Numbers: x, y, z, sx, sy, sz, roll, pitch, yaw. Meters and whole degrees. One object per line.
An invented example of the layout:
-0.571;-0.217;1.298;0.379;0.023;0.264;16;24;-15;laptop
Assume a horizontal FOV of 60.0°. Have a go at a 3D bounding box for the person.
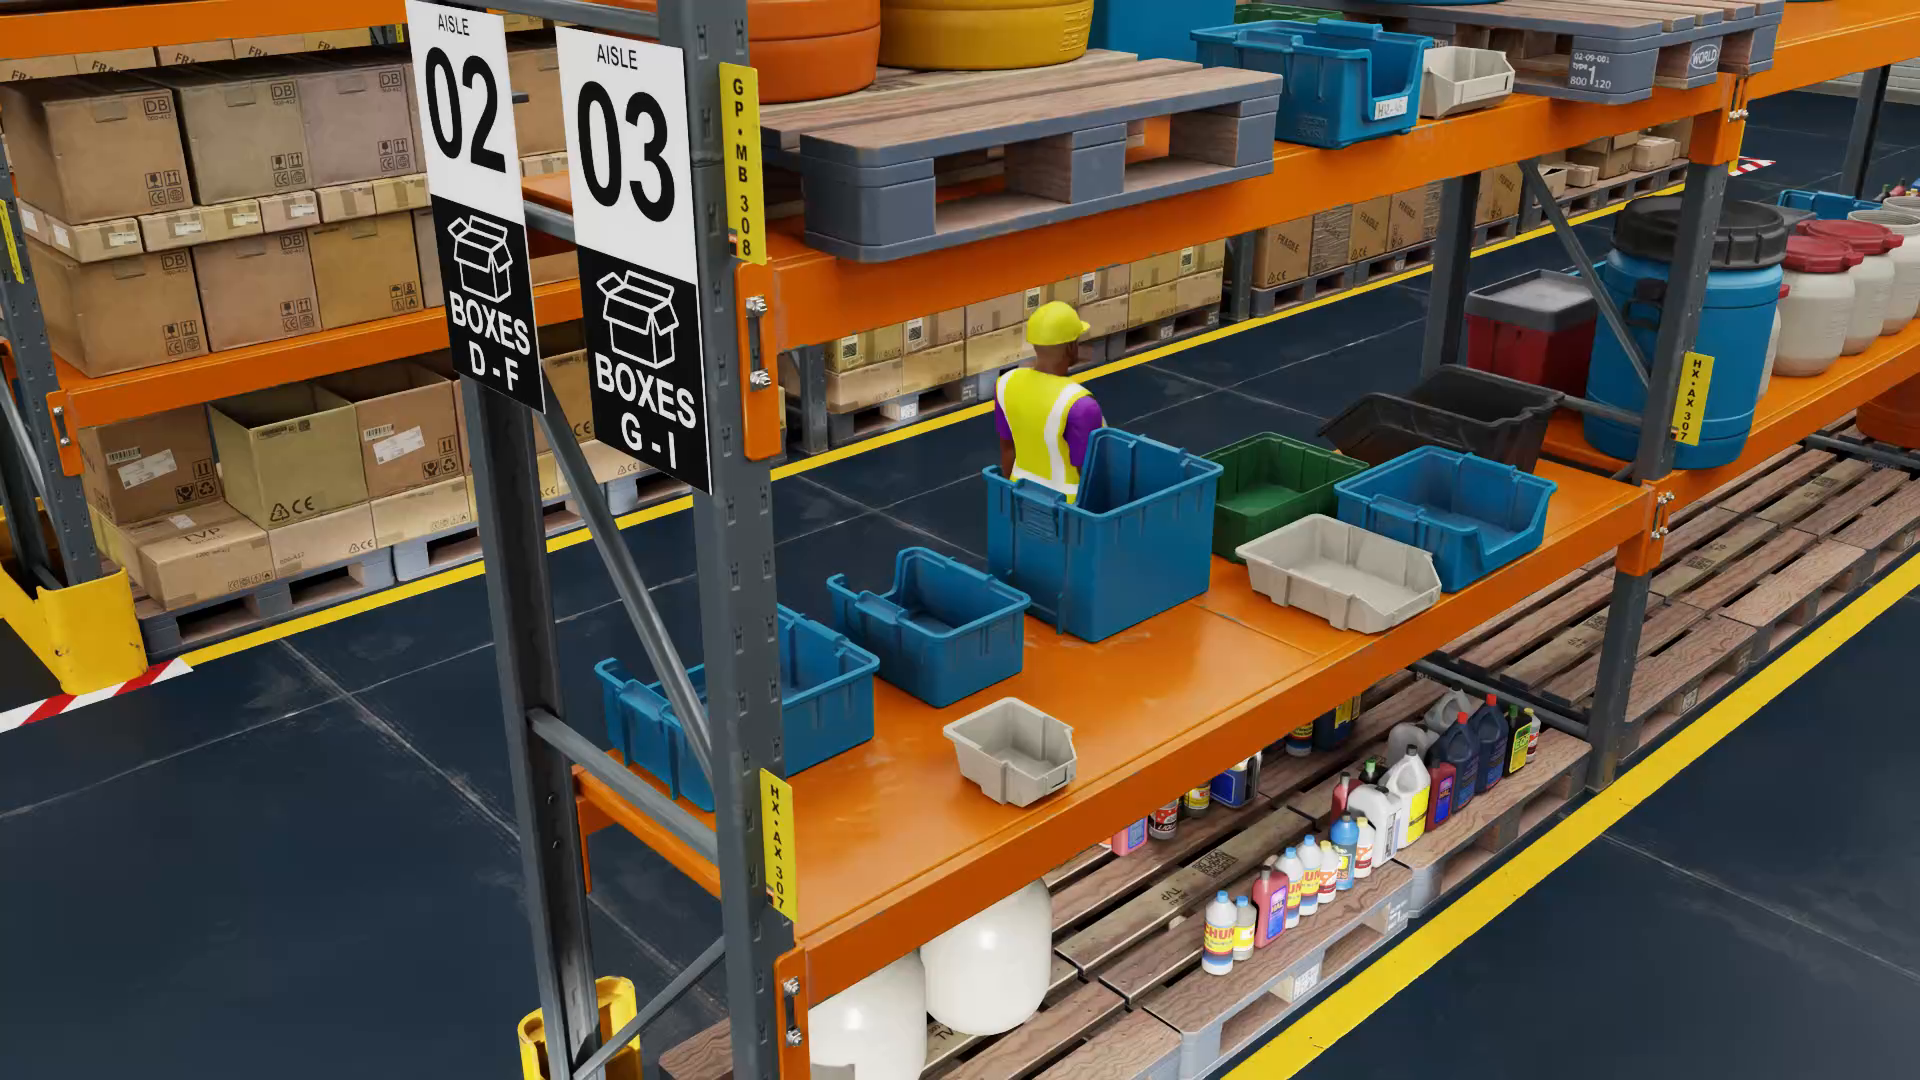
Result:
0.387;-0.111;6.845;0.350;1.782;0.562;-20;31;-37;person
